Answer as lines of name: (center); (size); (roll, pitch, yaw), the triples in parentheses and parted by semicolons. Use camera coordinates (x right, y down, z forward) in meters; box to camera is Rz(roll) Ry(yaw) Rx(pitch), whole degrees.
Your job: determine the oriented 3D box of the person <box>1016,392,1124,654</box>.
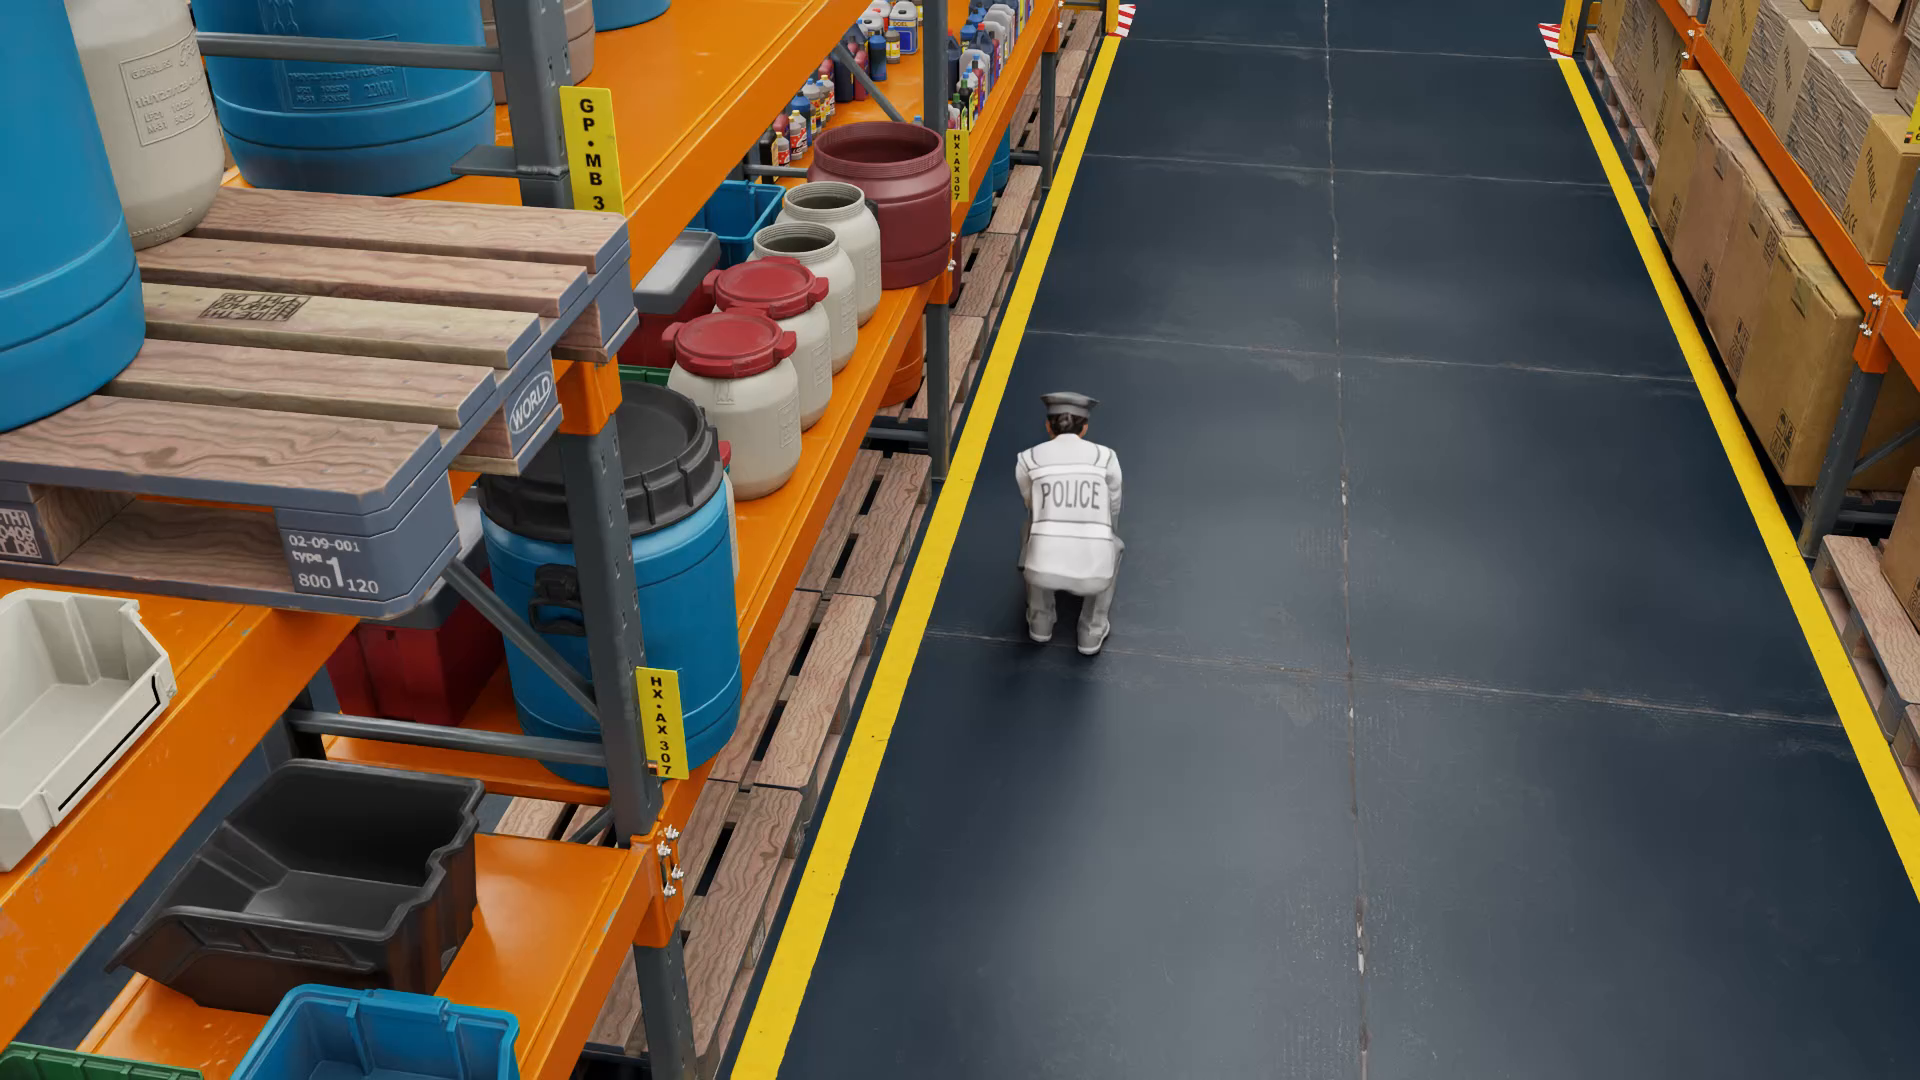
person: (0.453, -0.079, 6.910); (0.466, 0.981, 0.842); (5, 33, 7)
